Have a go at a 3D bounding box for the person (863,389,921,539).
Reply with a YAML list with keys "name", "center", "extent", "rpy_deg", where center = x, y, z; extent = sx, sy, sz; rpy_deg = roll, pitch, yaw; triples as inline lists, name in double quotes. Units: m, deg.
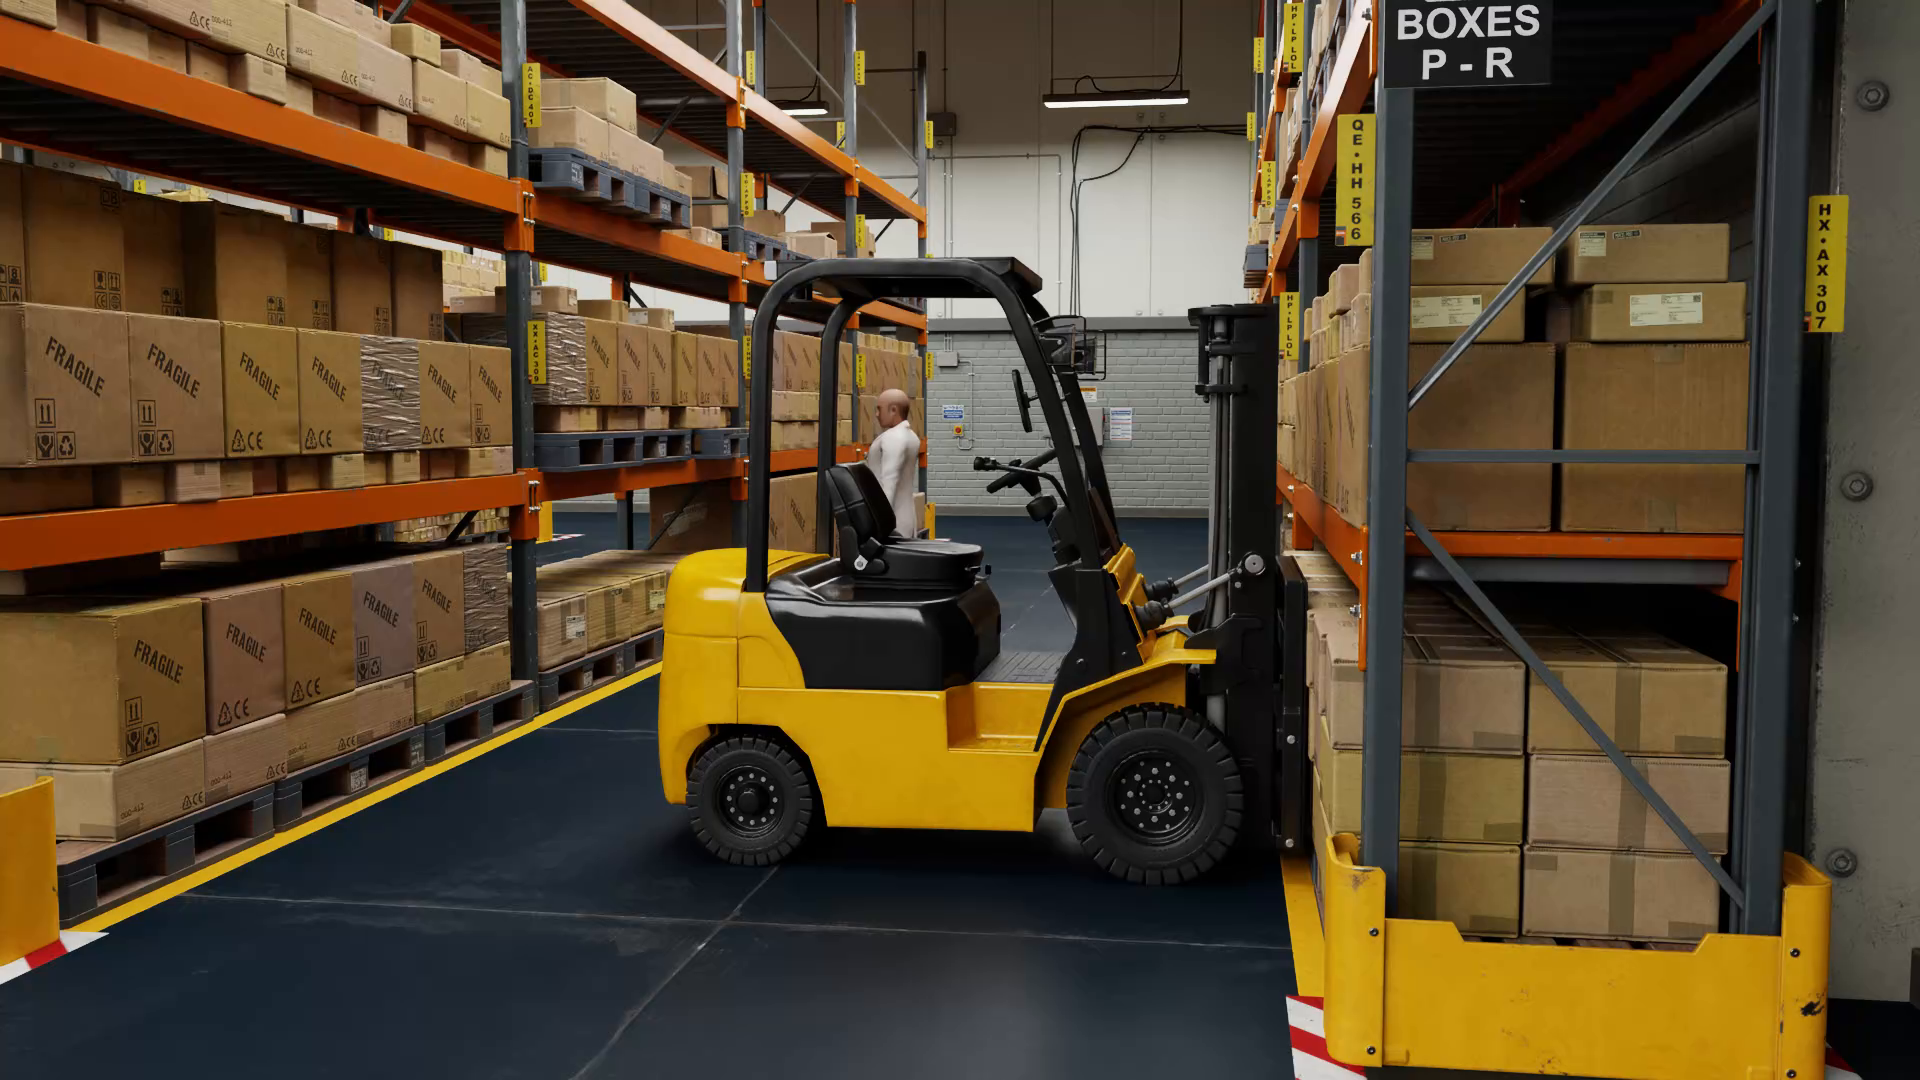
- name: "person"
  center: [-0.456, -0.104, 10.759]
  extent: [0.382, 1.740, 0.563]
  rpy_deg: [1, 4, 10]
